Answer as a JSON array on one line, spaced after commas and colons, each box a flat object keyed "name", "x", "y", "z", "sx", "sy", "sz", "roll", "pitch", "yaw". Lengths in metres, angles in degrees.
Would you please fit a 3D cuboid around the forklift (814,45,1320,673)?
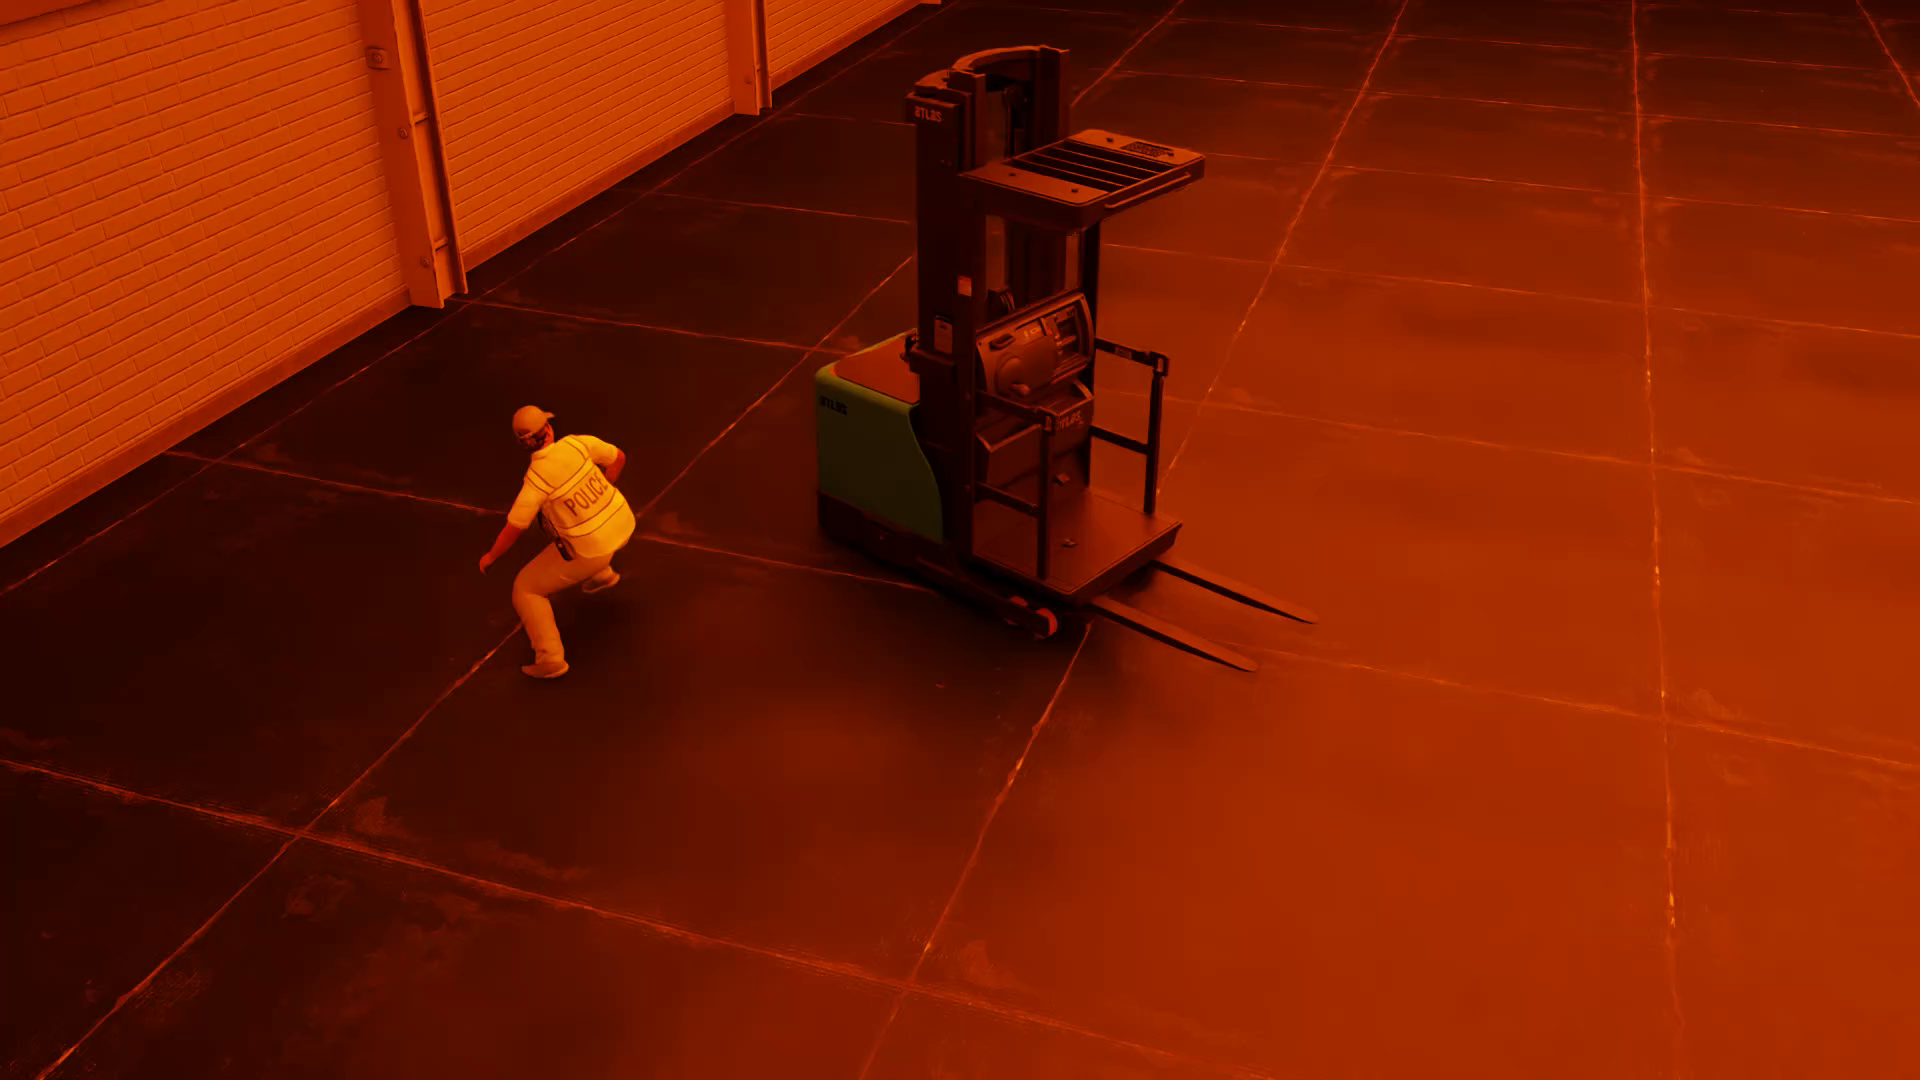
[{"name": "forklift", "x": 0.572, "y": -1.026, "z": 8.935, "sx": 3.031, "sy": 2.935, "sz": 1.130, "roll": 23, "pitch": 37, "yaw": 35}]

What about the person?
[{"name": "person", "x": -2.097, "y": -0.047, "z": 8.805, "sx": 0.663, "sy": 1.454, "sz": 0.825, "roll": 14, "pitch": 33, "yaw": 24}]
